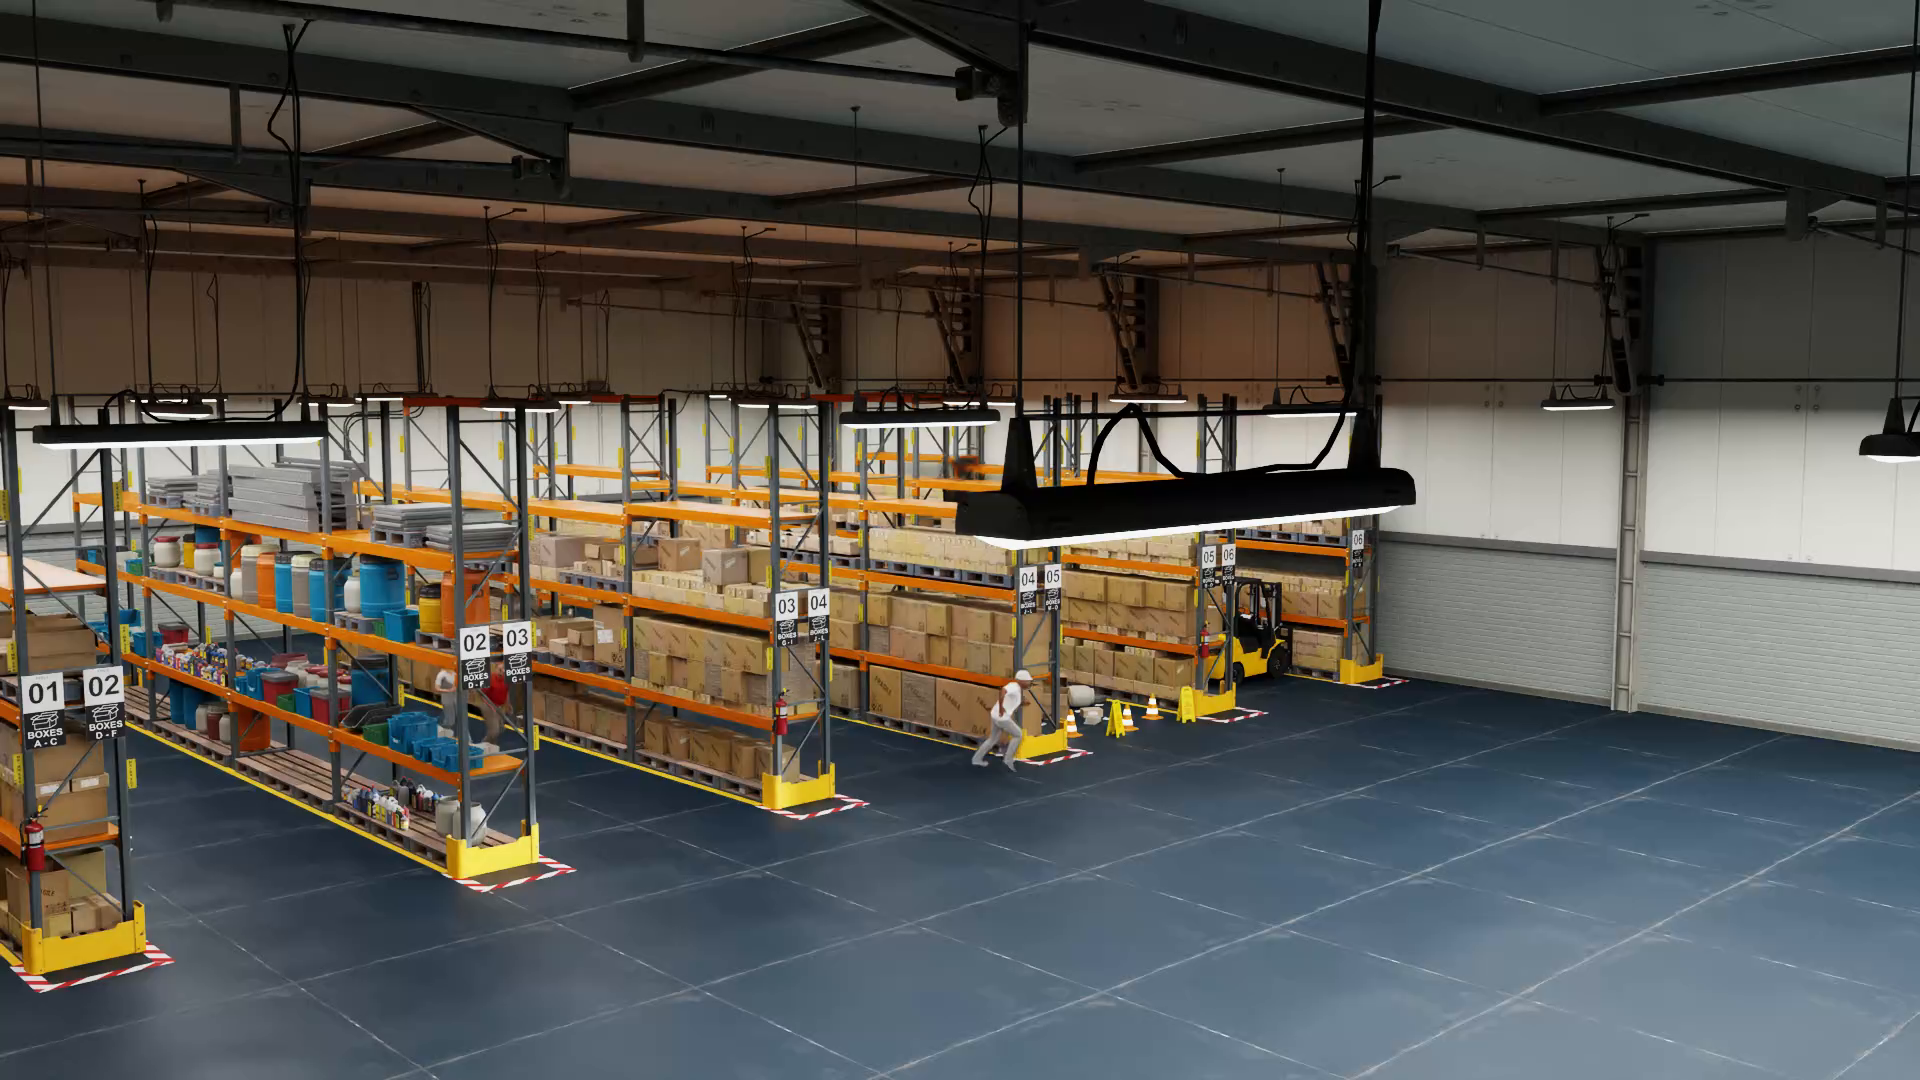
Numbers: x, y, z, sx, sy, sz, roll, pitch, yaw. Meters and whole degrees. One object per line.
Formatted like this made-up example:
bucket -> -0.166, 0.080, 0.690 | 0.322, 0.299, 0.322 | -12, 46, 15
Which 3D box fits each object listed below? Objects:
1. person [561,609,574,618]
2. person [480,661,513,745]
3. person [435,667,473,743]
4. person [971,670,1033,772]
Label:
person -> -7.750, 2.270, 33.009 | 0.721, 1.819, 0.649 | 5, 7, 40
person -> -7.855, 2.831, 27.862 | 0.762, 1.666, 0.659 | 3, 6, 25
person -> -8.750, 2.776, 28.427 | 0.916, 1.652, 0.587 | 3, 6, 32
person -> 0.685, 2.945, 26.853 | 0.998, 1.690, 0.746 | 0, 6, -2
